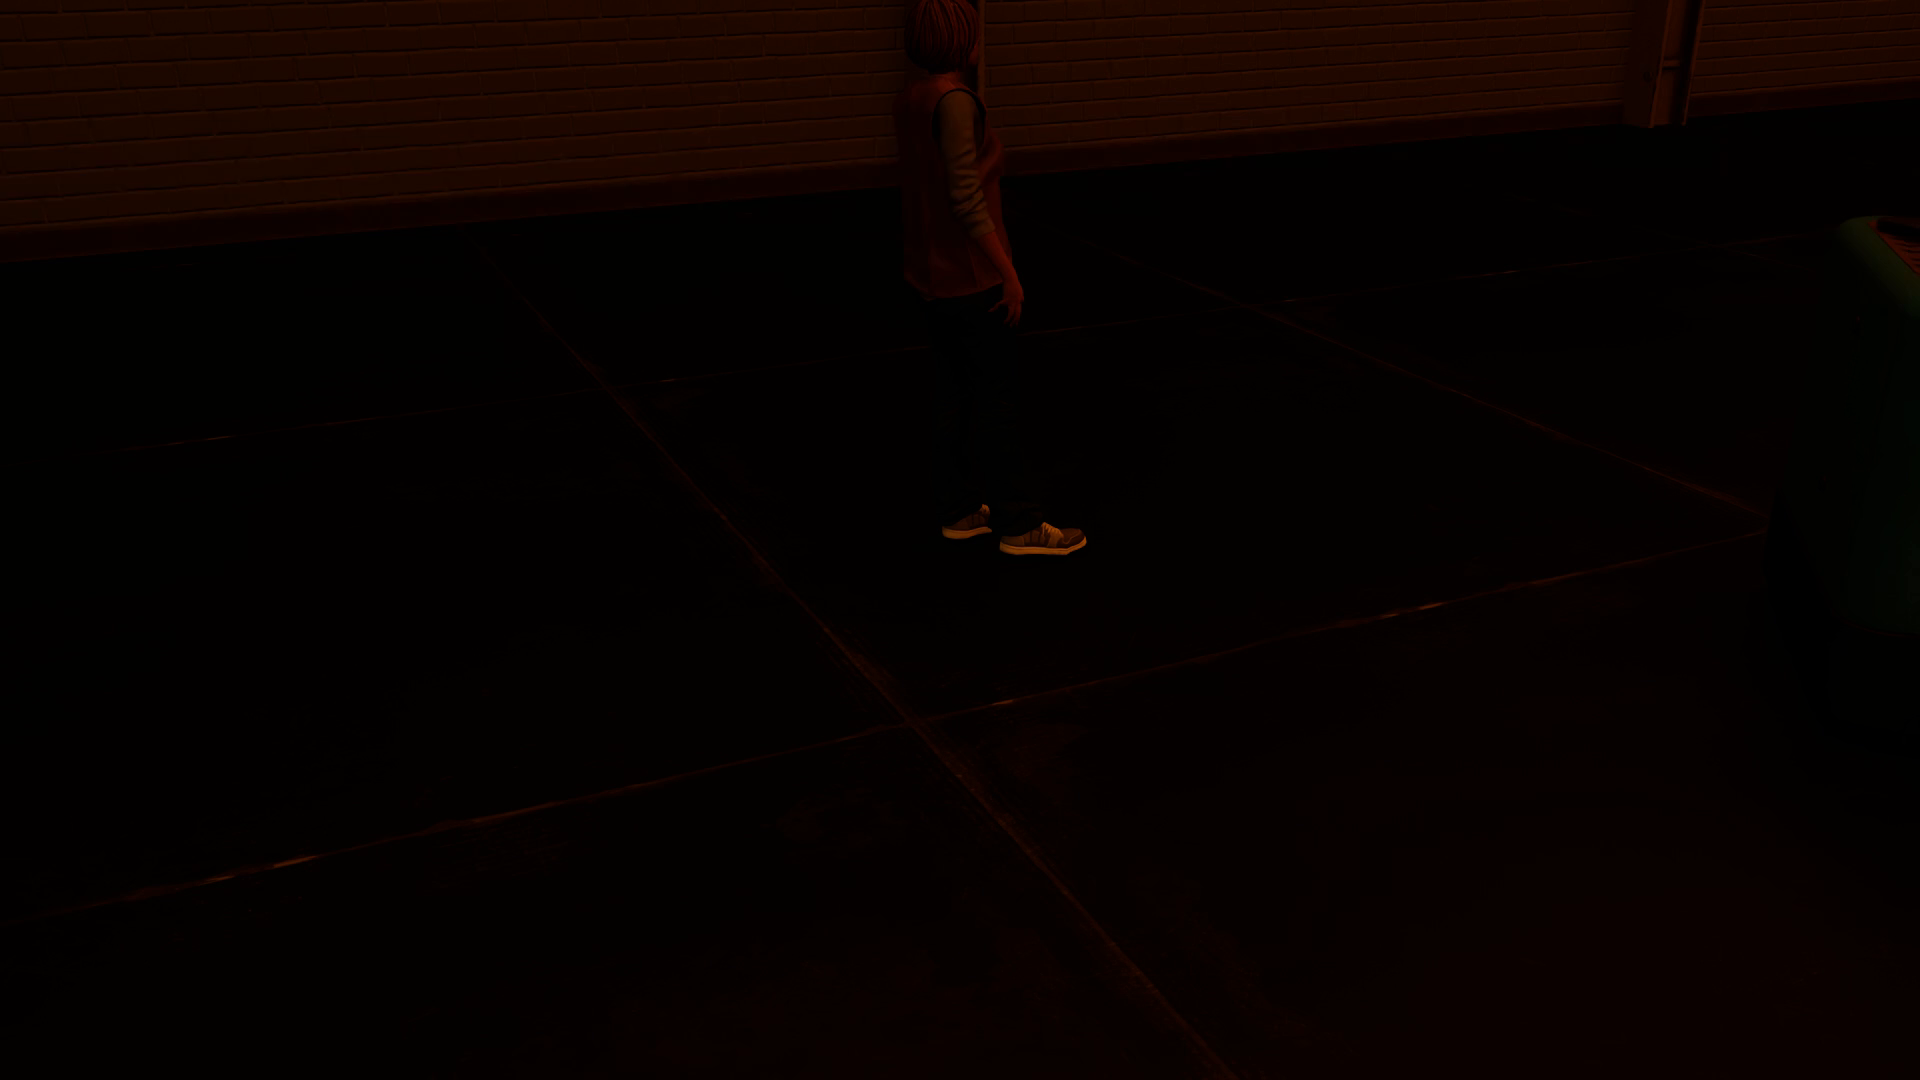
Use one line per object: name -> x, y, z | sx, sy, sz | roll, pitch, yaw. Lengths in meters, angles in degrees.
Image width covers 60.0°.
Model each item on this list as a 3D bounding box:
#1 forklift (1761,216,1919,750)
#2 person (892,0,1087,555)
forklift -> 3.611, -0.888, 3.423 | 3.031, 2.935, 1.130 | 7, 23, 15
person -> 0.073, -0.751, 4.814 | 0.476, 1.597, 0.520 | -10, 25, -23
